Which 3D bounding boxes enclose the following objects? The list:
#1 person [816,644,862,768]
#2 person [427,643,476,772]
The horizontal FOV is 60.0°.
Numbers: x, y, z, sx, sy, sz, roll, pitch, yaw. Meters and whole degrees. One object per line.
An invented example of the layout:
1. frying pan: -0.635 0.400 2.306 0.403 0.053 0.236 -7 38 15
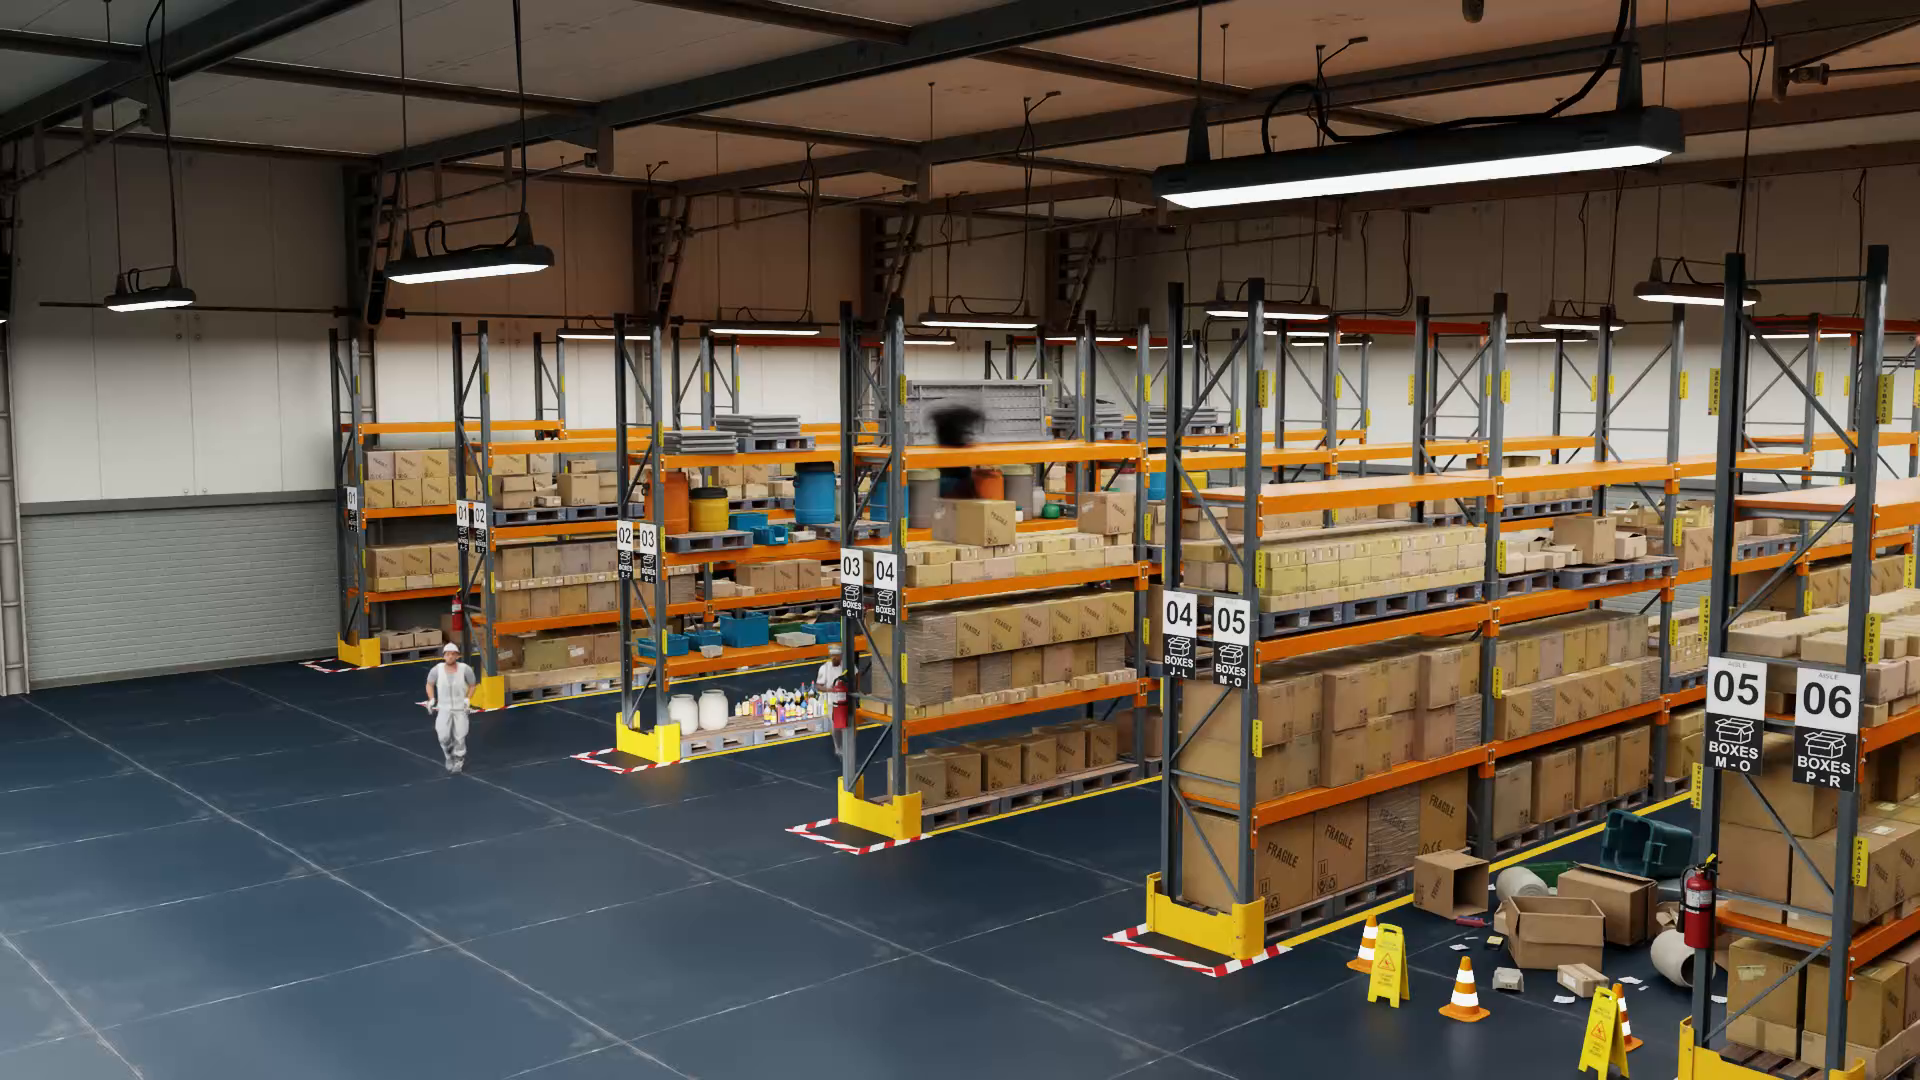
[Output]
1. person: -1.596 2.170 22.111 0.588 1.668 0.955 0 6 3
2. person: -6.565 2.179 21.470 0.623 1.729 0.649 -1 6 -12
